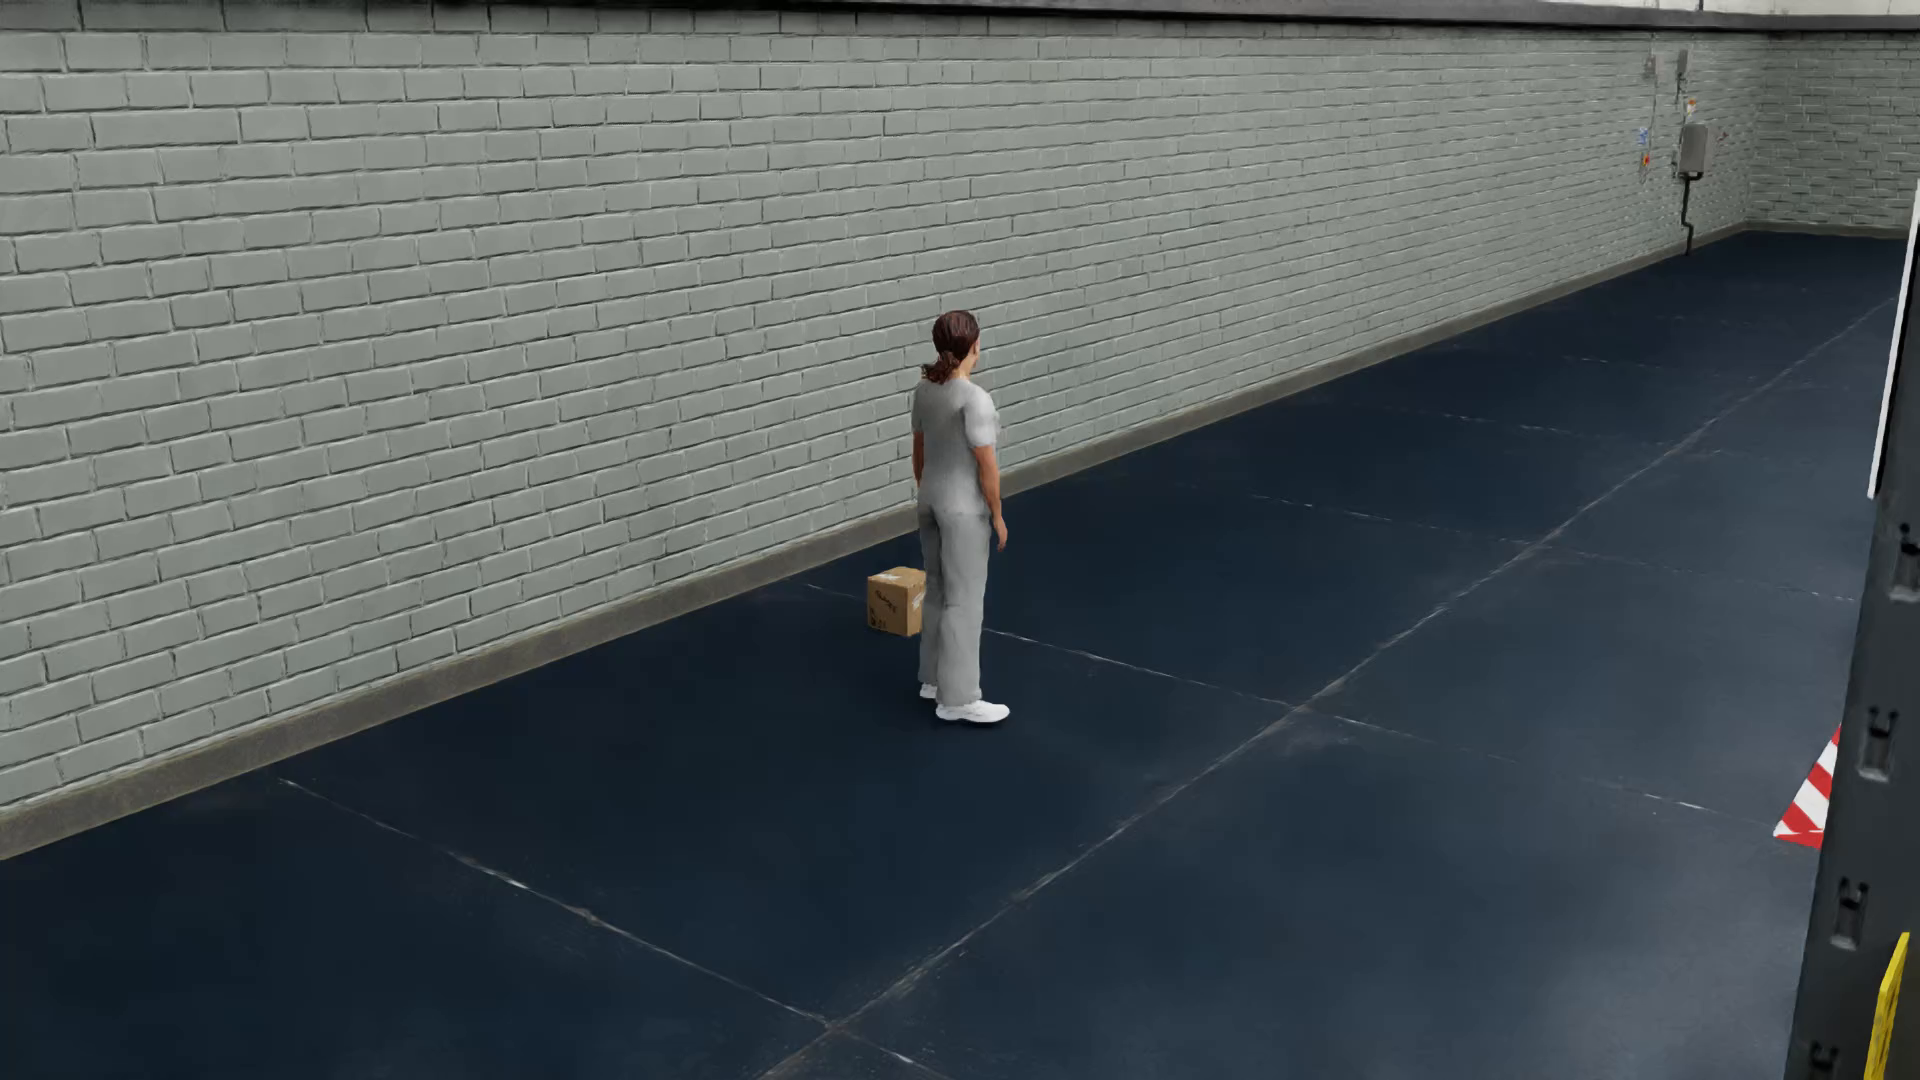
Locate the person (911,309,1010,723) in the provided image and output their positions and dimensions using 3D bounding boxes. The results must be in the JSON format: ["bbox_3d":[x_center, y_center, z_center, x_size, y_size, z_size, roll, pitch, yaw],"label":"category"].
[{"bbox_3d":[0.000,-0.105,6.821,0.366,1.681,0.540,-11,20,-33],"label":"person"}]
